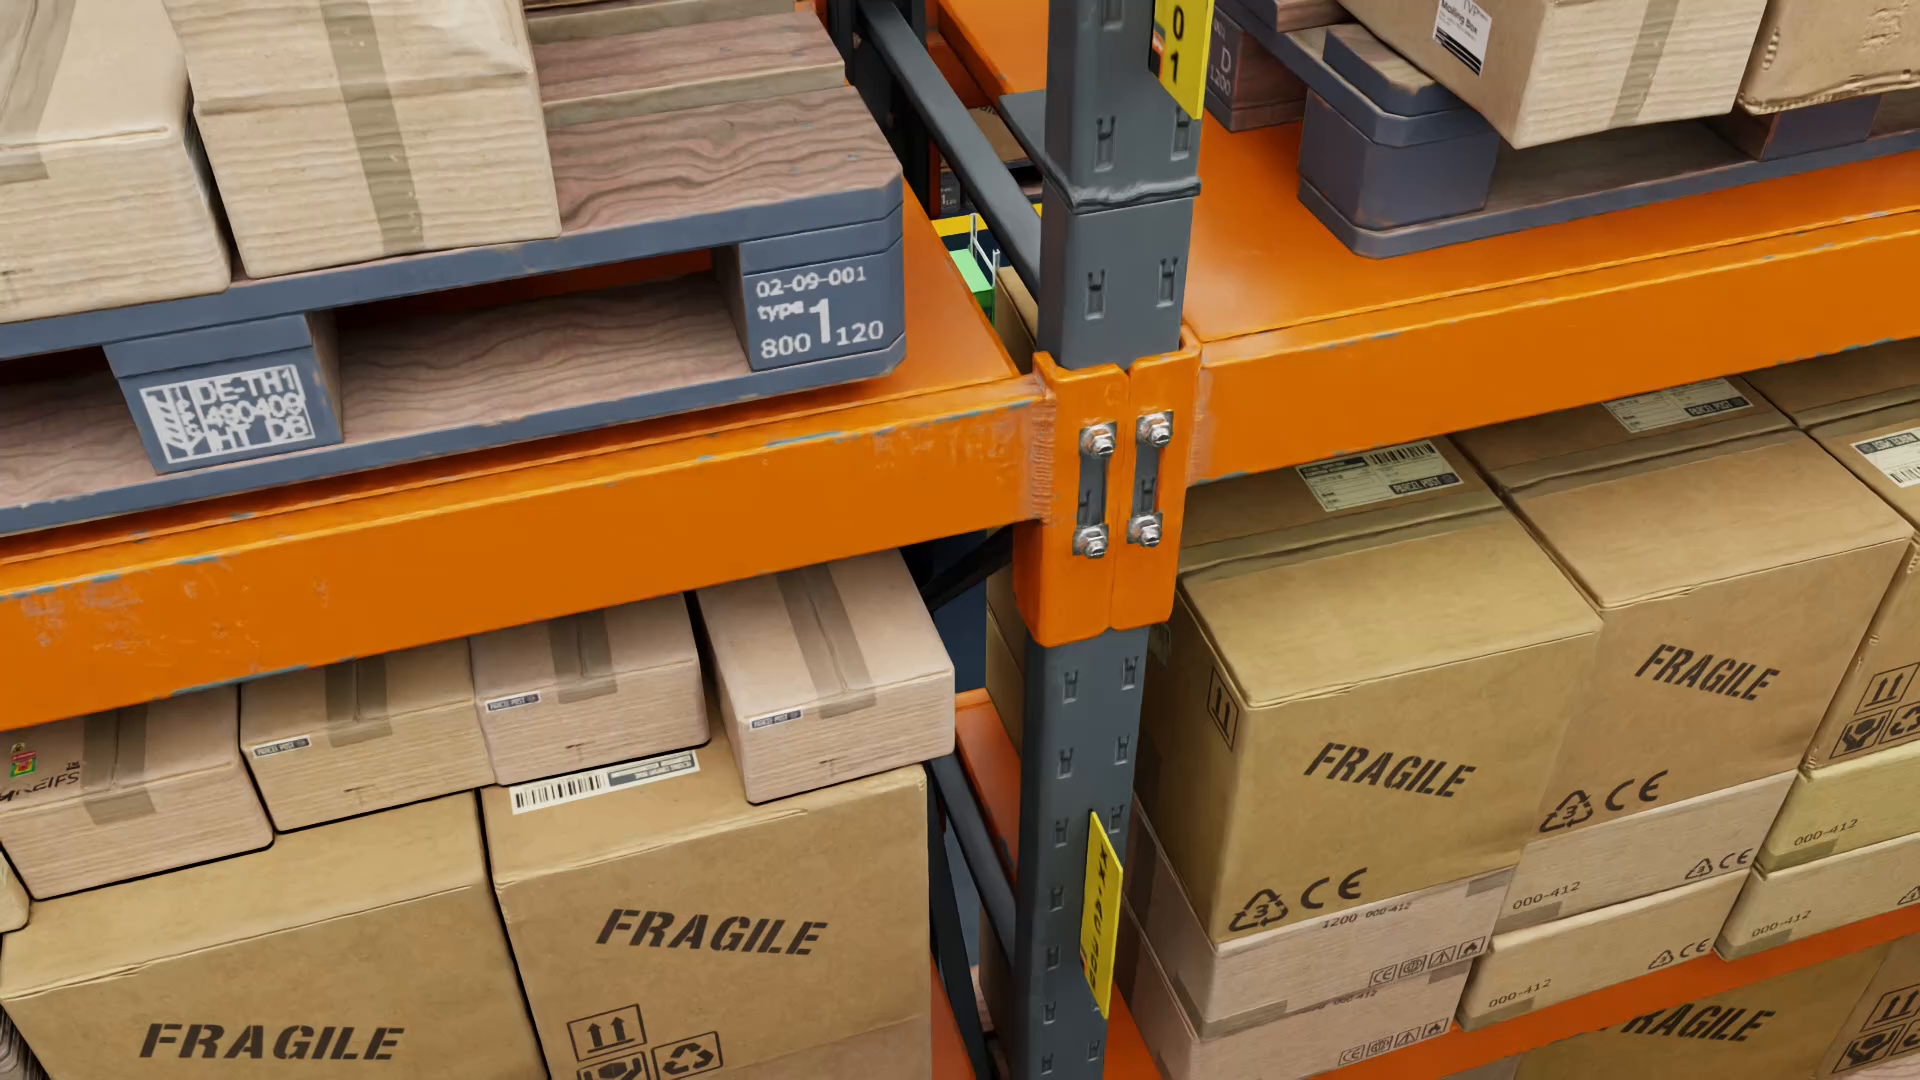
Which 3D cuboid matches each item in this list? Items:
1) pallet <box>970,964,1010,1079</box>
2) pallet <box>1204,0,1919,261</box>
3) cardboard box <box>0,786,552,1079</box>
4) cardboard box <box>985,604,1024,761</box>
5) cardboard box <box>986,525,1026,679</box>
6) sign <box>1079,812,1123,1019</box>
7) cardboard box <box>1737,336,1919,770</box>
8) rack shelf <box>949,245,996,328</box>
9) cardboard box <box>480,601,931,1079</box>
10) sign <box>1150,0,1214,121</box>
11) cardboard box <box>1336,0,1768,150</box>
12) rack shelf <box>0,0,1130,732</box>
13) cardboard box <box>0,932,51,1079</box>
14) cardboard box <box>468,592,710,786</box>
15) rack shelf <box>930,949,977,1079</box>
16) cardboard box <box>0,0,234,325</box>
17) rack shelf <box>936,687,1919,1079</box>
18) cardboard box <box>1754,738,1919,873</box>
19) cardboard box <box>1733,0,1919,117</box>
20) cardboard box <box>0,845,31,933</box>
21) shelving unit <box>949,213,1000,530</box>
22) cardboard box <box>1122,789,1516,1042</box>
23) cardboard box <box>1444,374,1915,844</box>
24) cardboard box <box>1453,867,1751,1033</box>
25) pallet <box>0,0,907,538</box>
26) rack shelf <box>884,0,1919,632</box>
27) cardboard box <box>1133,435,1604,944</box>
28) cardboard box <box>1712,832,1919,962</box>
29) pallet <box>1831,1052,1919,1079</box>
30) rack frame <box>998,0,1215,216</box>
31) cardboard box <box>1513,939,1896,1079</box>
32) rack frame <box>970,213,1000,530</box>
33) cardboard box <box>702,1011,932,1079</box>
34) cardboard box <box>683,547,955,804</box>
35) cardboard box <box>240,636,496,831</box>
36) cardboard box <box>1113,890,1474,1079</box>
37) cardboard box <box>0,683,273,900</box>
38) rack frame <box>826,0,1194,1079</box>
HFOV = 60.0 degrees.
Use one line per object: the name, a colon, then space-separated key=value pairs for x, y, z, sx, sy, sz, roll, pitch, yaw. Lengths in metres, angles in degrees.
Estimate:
pallet: x=0.728 y=1.355 z=4.038 sx=1.213 sy=0.211 sz=1.003 roll=-12 pitch=42 yaw=-13
pallet: x=0.875 y=-0.765 z=2.211 sx=1.217 sy=0.209 sz=0.805 roll=-13 pitch=43 yaw=-15
cardboard box: x=-0.838 y=0.452 z=2.116 sx=0.500 sy=0.500 sz=0.500 roll=-12 pitch=43 yaw=-14
cardboard box: x=0.367 y=0.315 z=3.224 sx=0.500 sy=0.250 sz=0.500 roll=-13 pitch=43 yaw=-14
cardboard box: x=0.363 y=0.133 z=3.051 sx=0.500 sy=0.250 sz=0.500 roll=-12 pitch=42 yaw=-13
sign: x=0.183 y=0.497 z=2.183 sx=0.005 sy=0.325 sz=0.100 roll=-12 pitch=42 yaw=-13
cardboard box: x=1.477 y=-0.031 z=2.670 sx=0.500 sy=0.500 sz=0.500 roll=-13 pitch=43 yaw=-14
rack shelf: x=-0.158 y=-0.732 z=5.044 sx=0.480 sy=0.148 sz=0.258 roll=-12 pitch=42 yaw=-13
cardboard box: x=-0.352 y=0.357 z=2.225 sx=0.500 sy=0.500 sz=0.500 roll=-12 pitch=43 yaw=-13
sign: x=0.183 y=-0.501 z=1.311 sx=0.005 sy=0.325 sz=0.100 roll=-12 pitch=42 yaw=-13
cardboard box: x=0.598 y=-0.611 z=1.673 sx=0.258 sy=0.266 sz=0.396 roll=-12 pitch=43 yaw=-13
rack shelf: x=-1.892 y=0.042 z=1.690 sx=4.000 sy=0.370 sz=1.077 roll=-12 pitch=42 yaw=-13
cardboard box: x=-1.321 y=0.559 z=1.994 sx=0.500 sy=0.500 sz=0.500 roll=-11 pitch=42 yaw=-12
cardboard box: x=-0.467 y=0.091 z=2.037 sx=0.250 sy=0.149 sz=0.380 roll=-11 pitch=42 yaw=-12
rack shelf: x=-1.892 y=1.171 z=2.676 sx=4.000 sy=0.370 sz=1.077 roll=-12 pitch=42 yaw=-13
cardboard box: x=-0.750 y=-0.347 z=1.383 sx=0.250 sy=0.149 sz=0.380 roll=-11 pitch=42 yaw=-12
rack shelf: x=1.923 y=0.381 z=3.581 sx=4.000 sy=0.370 sz=1.077 roll=-12 pitch=42 yaw=-13
cardboard box: x=1.498 y=0.259 z=2.907 sx=0.500 sy=0.250 sz=0.500 roll=-11 pitch=42 yaw=-13
cardboard box: x=0.943 y=-0.813 z=1.725 sx=0.500 sy=0.500 sz=0.500 roll=-12 pitch=43 yaw=-14
cardboard box: x=-1.172 y=0.268 z=1.835 sx=0.250 sy=0.149 sz=0.380 roll=-12 pitch=43 yaw=-13
shelving unit: x=-0.158 y=-0.419 z=5.318 sx=0.503 sy=1.200 sz=0.258 roll=-12 pitch=42 yaw=-13
cardboard box: x=0.520 y=0.463 z=2.674 sx=0.500 sy=0.250 sz=0.500 roll=-13 pitch=43 yaw=-14
cardboard box: x=0.998 y=0.066 z=2.558 sx=0.500 sy=0.500 sz=0.500 roll=-12 pitch=43 yaw=-13
cardboard box: x=1.007 y=0.537 z=2.970 sx=0.500 sy=0.250 sz=0.500 roll=-13 pitch=43 yaw=-14
pallet: x=-0.768 y=-0.436 z=1.757 sx=1.213 sy=0.211 sz=1.003 roll=-12 pitch=42 yaw=-13
rack shelf: x=1.923 y=-0.749 z=2.594 sx=4.000 sy=0.370 sz=1.077 roll=-12 pitch=42 yaw=-13
cardboard box: x=0.521 y=0.184 z=2.423 sx=0.500 sy=0.500 sz=0.500 roll=-11 pitch=42 yaw=-13
cardboard box: x=1.501 y=0.446 z=3.074 sx=0.500 sy=0.250 sz=0.500 roll=-12 pitch=43 yaw=-13
pallet: x=1.894 y=1.112 z=4.317 sx=1.213 sy=0.211 sz=1.003 roll=-12 pitch=42 yaw=-13
rack frame: x=0.015 y=-1.754 z=0.918 sx=0.127 sy=3.000 sz=1.000 roll=-12 pitch=42 yaw=-13
cardboard box: x=1.442 y=0.791 z=3.861 sx=0.875 sy=0.875 sz=0.875 roll=-11 pitch=42 yaw=-12
rack frame: x=0.075 y=-0.467 z=5.373 sx=0.015 sy=1.200 sz=0.240 roll=-12 pitch=42 yaw=-13
cardboard box: x=-0.350 y=0.719 z=2.571 sx=0.500 sy=0.500 sz=0.500 roll=-11 pitch=42 yaw=-13
cardboard box: x=-0.183 y=0.107 z=2.019 sx=0.250 sy=0.149 sz=0.380 roll=-13 pitch=43 yaw=-14
cardboard box: x=-0.708 y=0.134 z=1.988 sx=0.250 sy=0.149 sz=0.380 roll=-12 pitch=42 yaw=-13
cardboard box: x=0.514 y=0.640 z=2.851 sx=0.500 sy=0.250 sz=0.500 roll=-13 pitch=43 yaw=-14
cardboard box: x=-0.944 y=0.196 z=1.917 sx=0.250 sy=0.149 sz=0.380 roll=-12 pitch=43 yaw=-13
rack frame: x=0.015 y=0.505 z=2.892 sx=0.127 sy=3.000 sz=1.000 roll=-12 pitch=42 yaw=-13
